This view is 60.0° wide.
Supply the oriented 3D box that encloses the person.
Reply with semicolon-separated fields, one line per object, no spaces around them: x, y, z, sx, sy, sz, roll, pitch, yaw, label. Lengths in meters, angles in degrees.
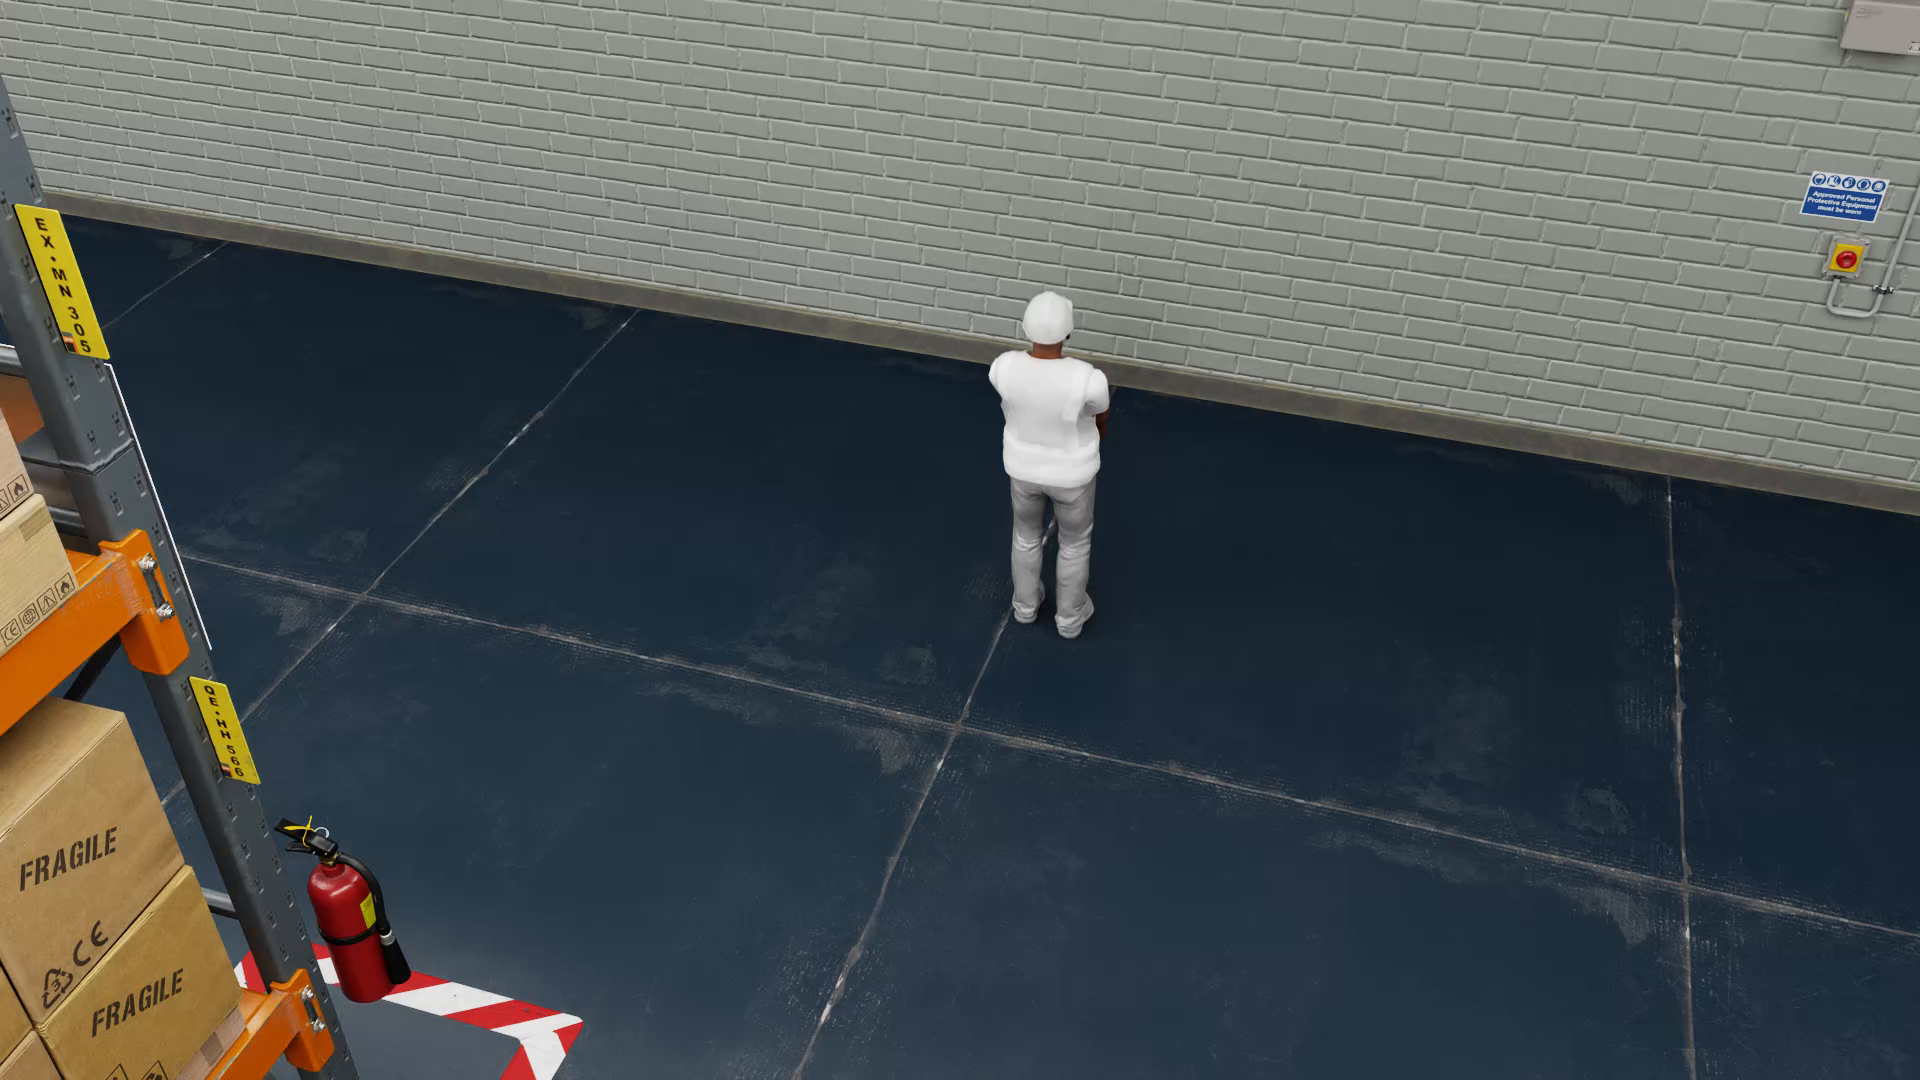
0.416;-0.375;7.378;0.502;1.761;0.577;11;38;14;person
